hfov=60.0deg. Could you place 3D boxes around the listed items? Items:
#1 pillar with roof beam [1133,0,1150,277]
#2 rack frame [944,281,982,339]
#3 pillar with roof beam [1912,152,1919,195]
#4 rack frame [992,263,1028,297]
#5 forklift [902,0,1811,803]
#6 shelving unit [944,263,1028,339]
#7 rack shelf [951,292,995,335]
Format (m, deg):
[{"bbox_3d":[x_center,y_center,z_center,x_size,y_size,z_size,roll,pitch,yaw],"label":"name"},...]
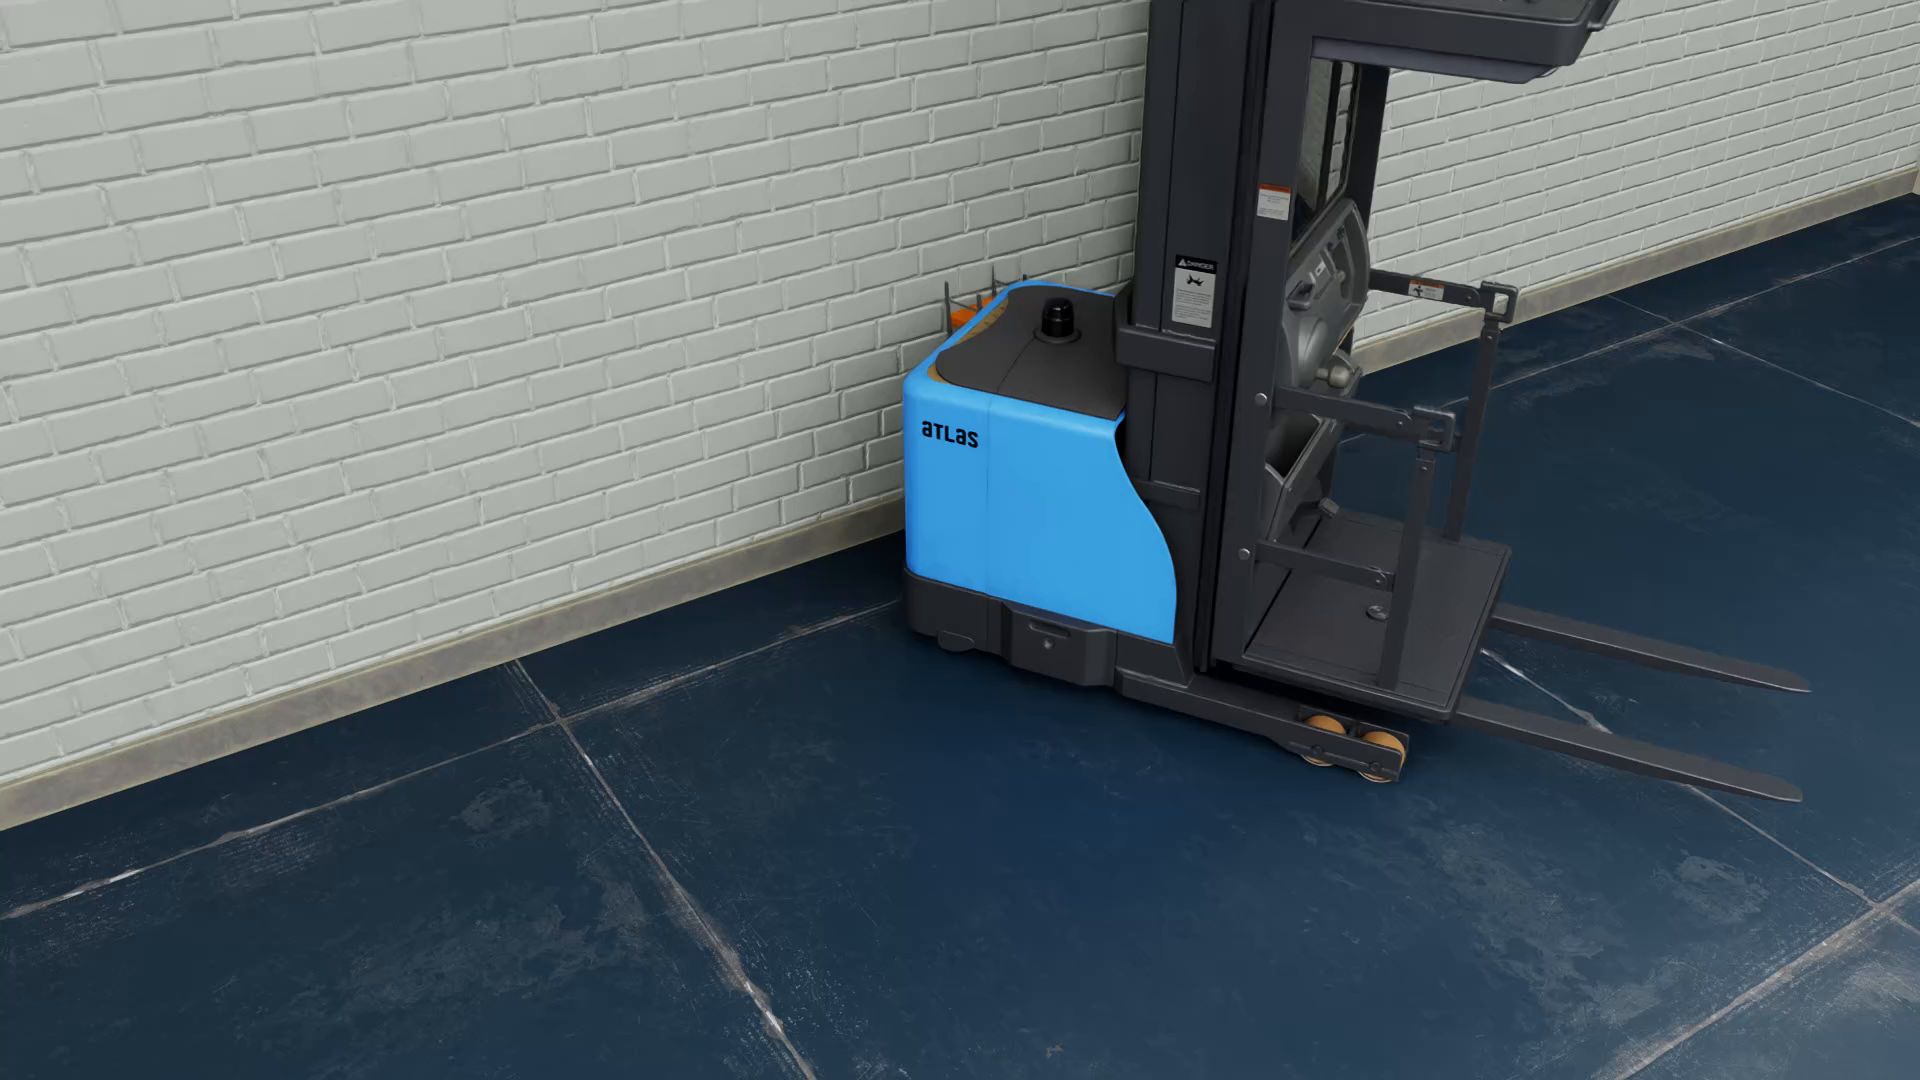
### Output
[{"bbox_3d":[3.299,-2.257,1.894,0.400,9.000,9.100,-19,37,-27],"label":"pillar with roof beam"},{"bbox_3d":[0.041,-0.506,6.564,0.008,1.050,0.200,-28,39,-34],"label":"rack frame"},{"bbox_3d":[8.342,-3.992,4.643,0.400,9.000,9.100,-19,37,-27],"label":"pillar with roof beam"},{"bbox_3d":[0.220,-0.602,6.699,0.008,1.050,0.200,-28,39,-34],"label":"rack frame"},{"bbox_3d":[1.346,-0.765,5.215,3.031,2.935,1.130,14,35,22],"label":"forklift"},{"bbox_3d":[0.131,-0.554,6.631,0.252,1.050,0.215,-28,39,-34],"label":"shelving unit"},{"bbox_3d":[0.114,-0.786,6.489,0.240,0.259,0.215,-28,39,-34],"label":"rack shelf"}]
